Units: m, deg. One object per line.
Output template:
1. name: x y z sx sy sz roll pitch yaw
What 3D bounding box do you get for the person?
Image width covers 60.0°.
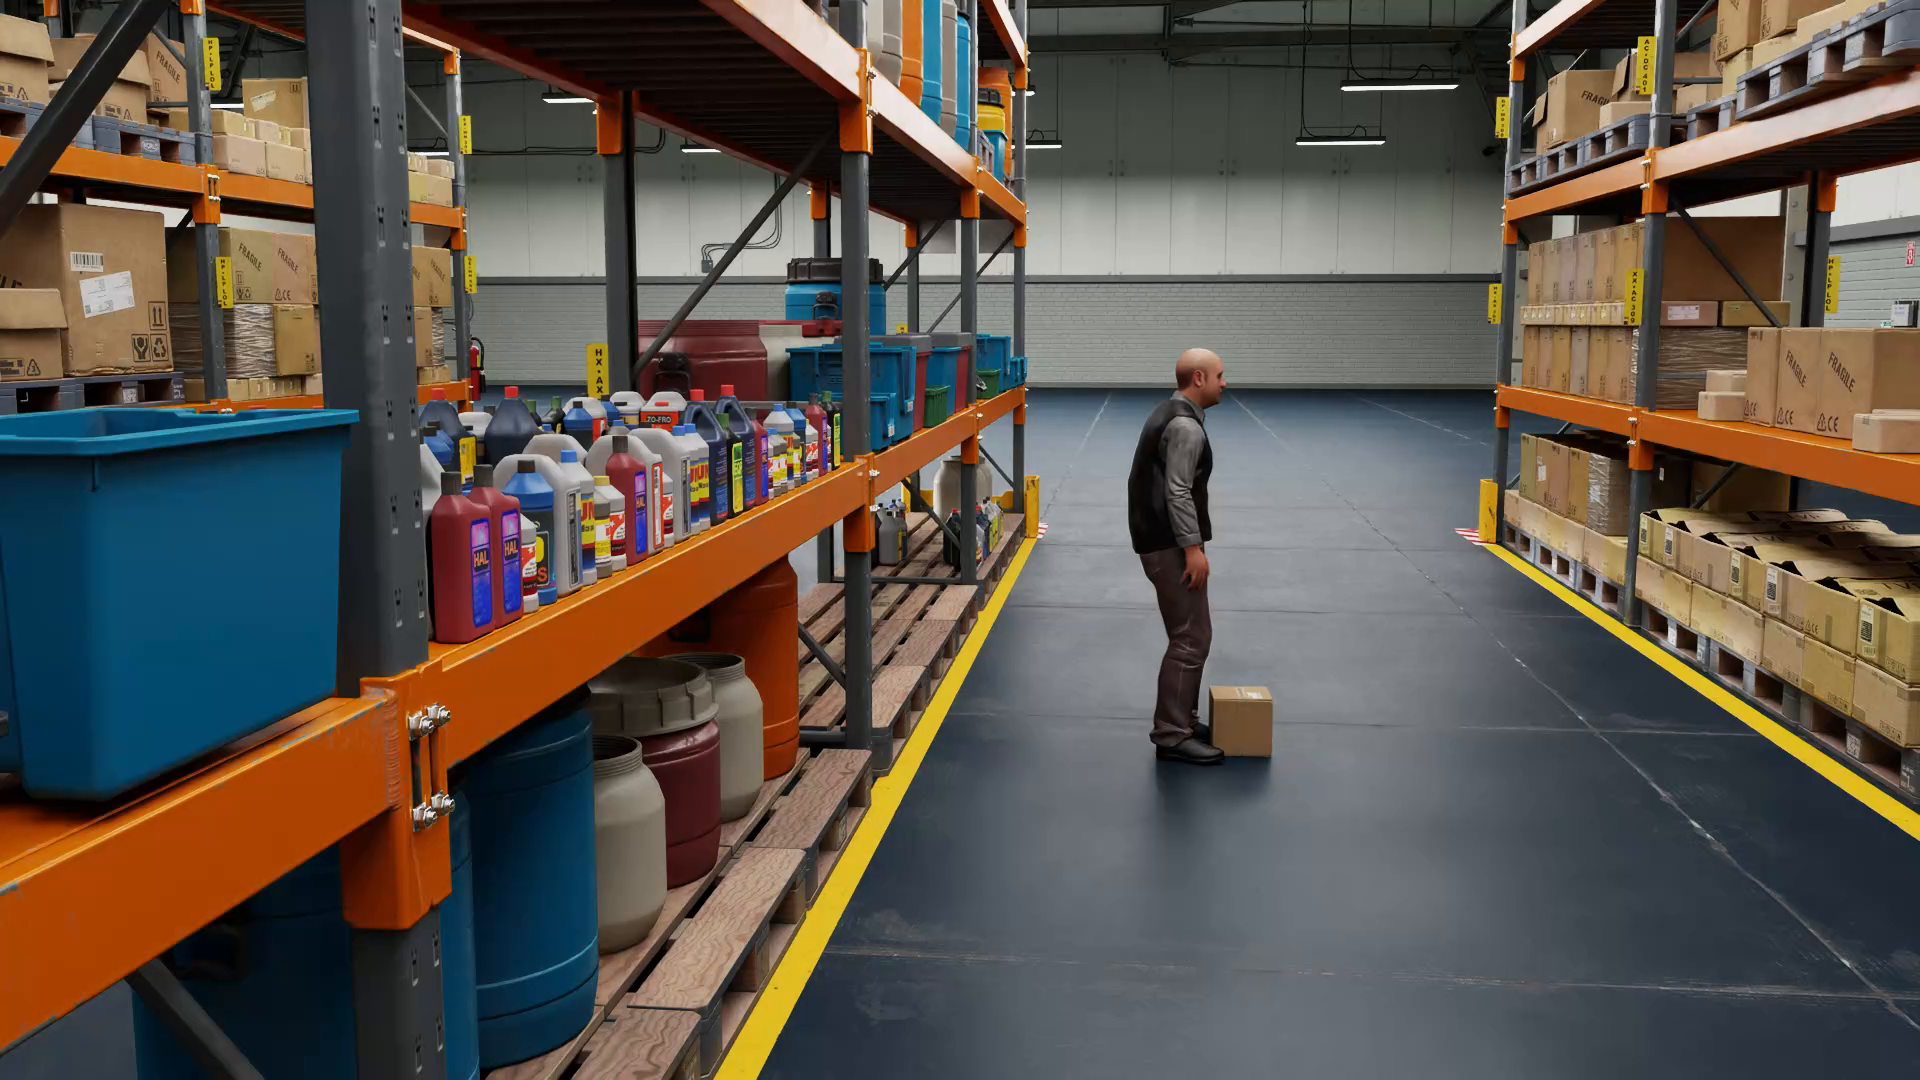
1. person: 0.950 0.047 7.087 0.475 1.720 0.589 0 8 3
